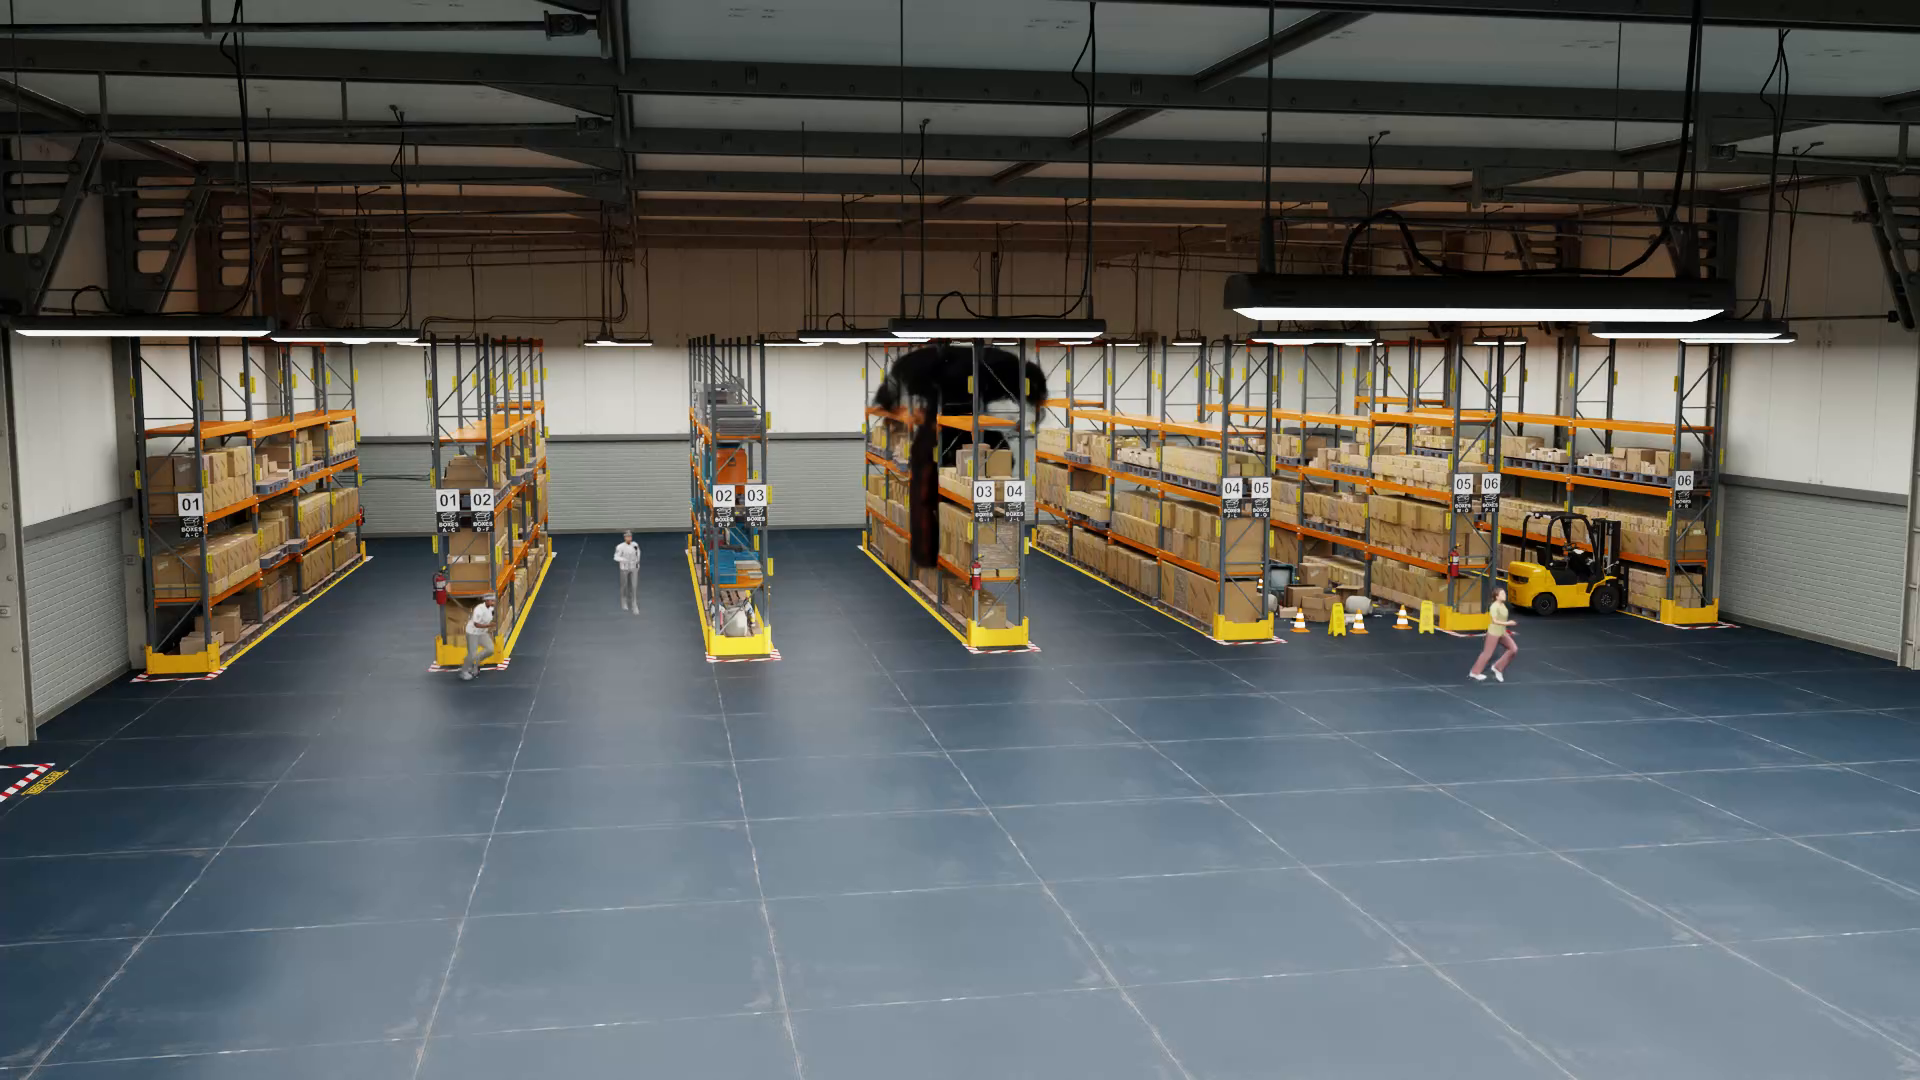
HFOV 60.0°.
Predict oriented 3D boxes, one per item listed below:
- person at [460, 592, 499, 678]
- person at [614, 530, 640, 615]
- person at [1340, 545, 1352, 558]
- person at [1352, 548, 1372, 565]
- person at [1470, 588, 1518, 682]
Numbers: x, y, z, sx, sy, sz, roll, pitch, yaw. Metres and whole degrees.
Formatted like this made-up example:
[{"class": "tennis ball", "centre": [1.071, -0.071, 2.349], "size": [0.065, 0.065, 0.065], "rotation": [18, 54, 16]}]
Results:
[{"class": "person", "centre": [-8.321, 1.646, 28.964], "size": [0.880, 1.522, 0.598], "rotation": [3, 7, 23]}, {"class": "person", "centre": [-6.886, 0.641, 34.488], "size": [0.562, 1.731, 0.809], "rotation": [-2, 7, -19]}, {"class": "person", "centre": [10.641, -0.364, 45.603], "size": [0.674, 1.740, 0.625], "rotation": [-3, 7, -21]}, {"class": "person", "centre": [10.458, -0.070, 43.132], "size": [0.642, 1.725, 0.722], "rotation": [-2, 7, -15]}, {"class": "person", "centre": [9.215, 1.620, 28.581], "size": [0.817, 1.636, 0.585], "rotation": [6, 9, 43]}]
